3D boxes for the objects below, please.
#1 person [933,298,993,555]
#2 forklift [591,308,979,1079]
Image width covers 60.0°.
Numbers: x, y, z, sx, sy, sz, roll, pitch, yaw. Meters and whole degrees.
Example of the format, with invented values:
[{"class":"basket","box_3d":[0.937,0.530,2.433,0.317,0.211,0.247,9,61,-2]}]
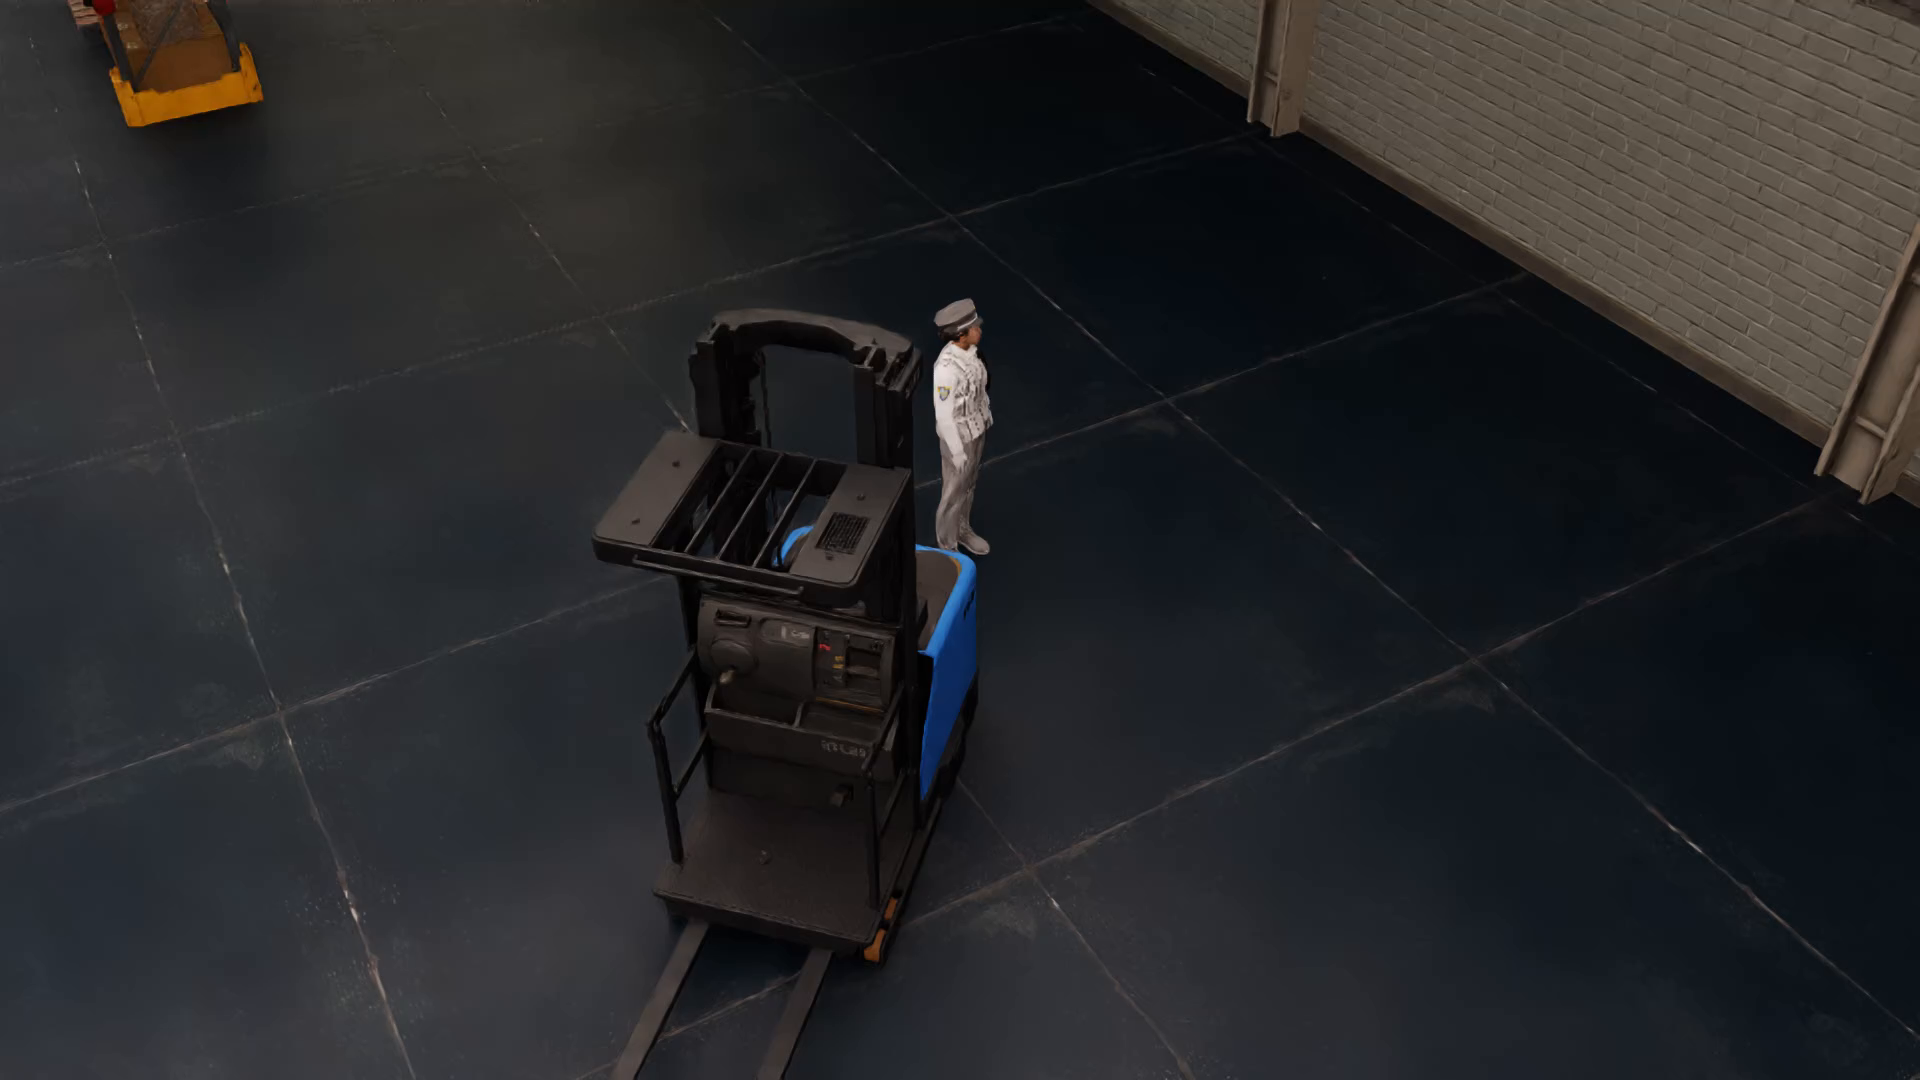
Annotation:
[{"class":"person","box_3d":[0.015,-0.624,9.763,0.366,1.696,0.687,9,41,11]},{"class":"forklift","box_3d":[-0.797,0.595,7.319,1.130,2.935,3.031,10,41,12]}]
